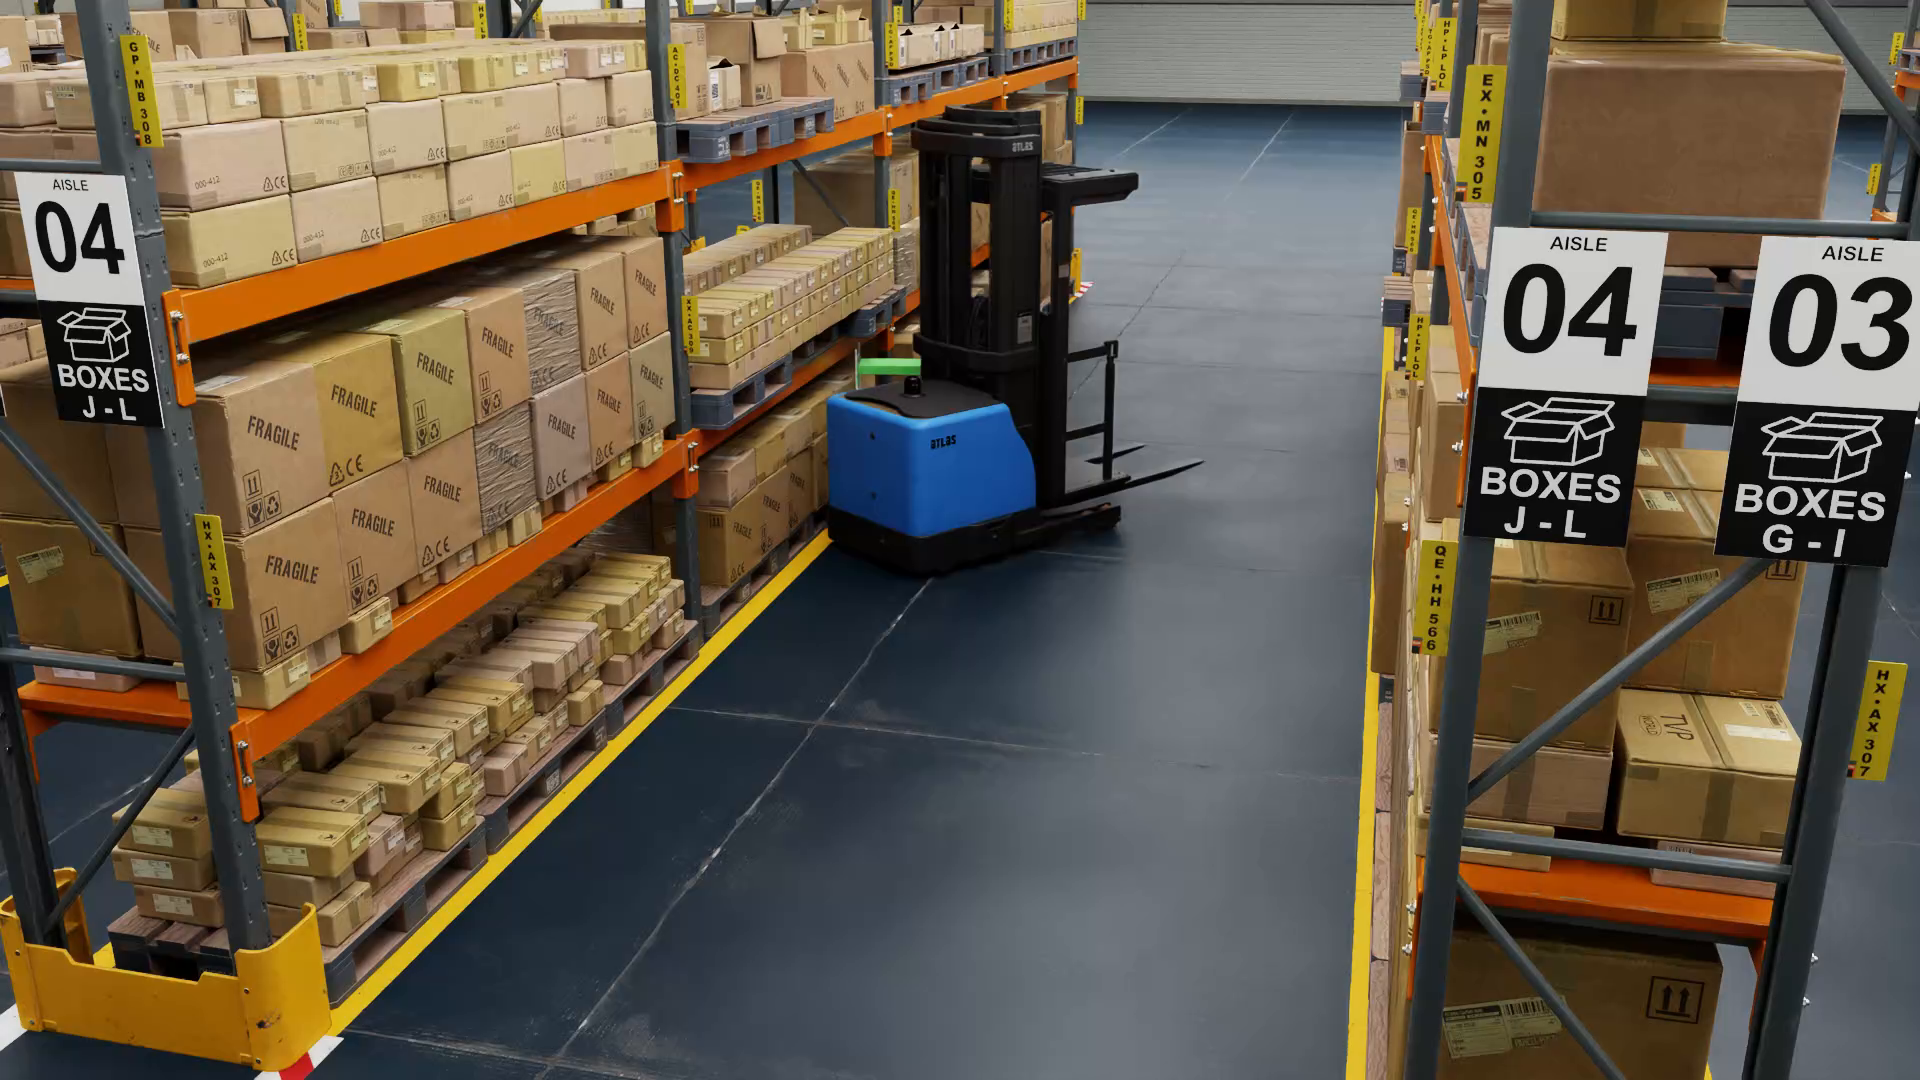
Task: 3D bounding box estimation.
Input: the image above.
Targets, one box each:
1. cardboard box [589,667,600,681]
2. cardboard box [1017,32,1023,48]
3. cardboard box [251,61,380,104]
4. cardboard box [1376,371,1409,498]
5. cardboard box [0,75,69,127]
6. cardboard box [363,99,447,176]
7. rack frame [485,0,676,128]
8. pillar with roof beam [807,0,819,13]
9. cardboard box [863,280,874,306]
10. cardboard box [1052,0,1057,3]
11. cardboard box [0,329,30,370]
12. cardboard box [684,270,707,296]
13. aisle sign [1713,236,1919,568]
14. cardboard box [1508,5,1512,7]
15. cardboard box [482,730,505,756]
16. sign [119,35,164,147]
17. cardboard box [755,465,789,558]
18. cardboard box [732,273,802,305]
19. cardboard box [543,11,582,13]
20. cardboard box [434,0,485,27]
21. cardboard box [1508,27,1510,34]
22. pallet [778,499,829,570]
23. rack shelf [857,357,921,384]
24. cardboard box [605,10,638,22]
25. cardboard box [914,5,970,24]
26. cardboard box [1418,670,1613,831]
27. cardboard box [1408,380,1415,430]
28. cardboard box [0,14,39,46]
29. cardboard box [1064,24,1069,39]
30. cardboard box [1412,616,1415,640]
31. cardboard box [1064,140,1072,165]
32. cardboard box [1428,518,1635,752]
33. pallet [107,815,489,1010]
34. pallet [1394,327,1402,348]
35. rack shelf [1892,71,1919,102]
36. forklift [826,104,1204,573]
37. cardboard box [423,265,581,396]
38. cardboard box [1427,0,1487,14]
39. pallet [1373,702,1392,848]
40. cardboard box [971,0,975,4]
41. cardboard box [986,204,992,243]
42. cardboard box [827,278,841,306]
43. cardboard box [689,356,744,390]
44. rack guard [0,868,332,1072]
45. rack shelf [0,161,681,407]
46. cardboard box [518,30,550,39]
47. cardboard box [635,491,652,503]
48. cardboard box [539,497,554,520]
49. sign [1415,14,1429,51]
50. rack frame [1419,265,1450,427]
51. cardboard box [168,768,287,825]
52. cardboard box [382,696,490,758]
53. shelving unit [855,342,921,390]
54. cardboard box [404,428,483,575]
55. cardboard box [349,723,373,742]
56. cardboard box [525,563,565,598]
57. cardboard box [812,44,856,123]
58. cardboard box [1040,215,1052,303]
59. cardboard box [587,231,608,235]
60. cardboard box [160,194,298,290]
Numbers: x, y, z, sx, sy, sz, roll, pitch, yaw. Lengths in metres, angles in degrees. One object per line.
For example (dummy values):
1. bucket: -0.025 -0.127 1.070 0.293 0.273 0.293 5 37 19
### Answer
1. cardboard box: -2.110 0.722 8.694 0.380 0.149 0.250 4 19 12
2. cardboard box: 0.419 -5.036 16.736 0.380 0.149 0.250 5 19 14
3. cardboard box: -2.456 -1.740 6.343 0.380 0.149 0.250 5 20 15
4. cardboard box: 3.557 -0.623 11.508 1.225 0.875 0.875 4 19 11
5. cardboard box: -3.197 -1.461 5.526 0.380 0.149 0.250 4 19 13
6. cardboard box: -2.373 -1.583 6.500 0.500 0.250 0.500 5 19 14
7. rack frame: -2.016 -3.653 8.460 1.000 3.000 0.127 5 19 13
8. pillar with roof beam: 0.271 -15.199 42.265 9.100 9.000 0.400 5 19 13
9. cardboard box: -0.838 -1.798 12.050 0.380 0.149 0.250 5 19 14
10. cardboard box: 0.852 -5.968 18.230 0.380 0.149 0.250 4 19 13
11. cardboard box: -6.477 -1.219 10.848 0.500 0.250 0.500 4 19 12
12. cardboard box: -1.850 -1.641 10.669 0.380 0.149 0.250 4 19 12
13. aisle sign: 2.065 -0.321 3.964 0.394 0.787 0.004 5 19 13
14. cardboard box: 4.238 -3.633 12.115 0.500 0.500 0.500 5 19 14
15. cardboard box: -2.354 0.890 7.743 0.380 0.149 0.250 6 20 16
16. sign: -2.467 -1.350 5.007 0.100 0.325 0.005 5 19 13
17. cardboard box: -1.451 -0.206 10.868 0.500 0.500 0.500 6 20 16
18. cardboard box: -1.221 -1.589 10.517 0.380 0.149 0.250 4 19 13
19. cardboard box: -4.596 -6.042 19.252 0.380 0.149 0.250 5 20 15
20. cardboard box: -4.904 -5.273 16.652 0.500 0.250 0.500 5 20 15
21. cardboard box: 2.636 -1.853 6.873 0.700 0.500 0.500 4 19 10
22. pallet: -1.531 -0.122 11.718 1.003 0.211 1.213 5 19 13
23. rack shelf: -0.503 -1.238 12.169 0.480 0.148 0.258 1 19 2
24. cardboard box: -4.029 -6.172 19.631 0.380 0.149 0.250 5 19 13
25. cardboard box: -0.190 -5.231 16.689 0.500 0.250 0.500 4 19 13
26. cardboard box: 1.653 0.621 5.002 0.500 0.250 0.500 4 19 13
27. cardboard box: 2.867 -0.925 9.600 0.500 0.500 0.500 4 19 13
28. cardboard box: -9.828 -5.208 16.987 0.500 0.311 0.500 4 19 12
29. cardboard box: 1.039 -5.831 19.063 0.380 0.149 0.250 5 19 14
30. cardboard box: 1.933 0.365 6.366 0.380 0.149 0.250 5 19 14
31. cardboard box: 0.869 -4.526 20.066 0.875 0.550 0.550 5 19 13
32. cardboard box: 1.656 0.265 4.882 0.500 0.500 0.500 5 19 14
33. pallet: -2.742 1.484 7.017 1.003 0.211 1.213 5 19 13
34. pallet: 5.149 -2.175 17.729 1.003 0.211 1.213 5 19 13
35. rack shelf: 10.015 -4.213 15.853 1.077 0.370 4.000 5 19 13
36. forklift: 0.522 -1.545 11.676 3.031 2.935 1.130 -16 24 -39
37. cardboard box: -2.129 -0.985 7.768 0.500 0.500 0.500 5 20 15
38. cardboard box: 4.586 -4.903 15.373 0.500 0.500 0.500 4 19 12
39. pallet: 2.507 1.161 7.961 1.003 0.211 1.213 5 19 13
40. cardboard box: -0.035 -5.703 17.453 0.380 0.149 0.250 5 19 14
41. cardboard box: 0.070 -3.184 16.214 0.500 0.500 0.500 5 19 13
42. cardboard box: -1.031 -1.693 11.282 0.380 0.149 0.250 5 20 15
43. cardboard box: -1.474 -0.981 9.657 0.380 0.149 0.250 4 19 11
44. rack guard: -2.975 1.599 6.233 1.175 0.500 0.348 5 19 13
45. rack shelf: -2.505 -1.266 7.226 1.077 0.370 4.000 5 19 13
46. cardboard box: -4.513 -5.286 17.654 0.500 0.250 0.500 4 19 12
47. cardboard box: -2.079 -0.438 10.386 0.500 0.250 0.500 4 19 12
48. cardboard box: -2.178 -0.177 7.952 0.380 0.149 0.250 4 19 13
49. sign: 4.195 -4.602 15.081 0.100 0.325 0.005 5 19 13
50. rack frame: 2.769 -0.390 8.190 1.000 3.000 0.127 5 19 13
51. cardboard box: -2.993 1.049 6.817 0.380 0.149 0.250 5 19 14
52. cardboard box: -2.342 0.836 7.439 0.380 0.149 0.250 5 20 16
53. shelving unit: -0.503 -0.845 12.304 0.503 1.200 0.258 1 19 2
54. cardboard box: -2.378 -0.189 6.986 0.500 0.500 0.500 5 19 14
55. cardboard box: -2.902 0.935 7.609 0.380 0.149 0.250 5 19 14
56. cardboard box: -2.426 0.228 9.219 0.380 0.149 0.250 6 20 16
57. cardboard box: -1.041 -3.178 11.554 0.500 0.500 0.500 5 19 13
58. cardboard box: 0.601 -3.275 19.271 0.875 0.875 0.875 4 19 13
59. cardboard box: -4.361 -3.265 19.051 0.500 0.500 0.500 5 20 16
60. cardboard box: -2.636 -1.029 5.651 0.500 0.250 0.500 5 20 15
